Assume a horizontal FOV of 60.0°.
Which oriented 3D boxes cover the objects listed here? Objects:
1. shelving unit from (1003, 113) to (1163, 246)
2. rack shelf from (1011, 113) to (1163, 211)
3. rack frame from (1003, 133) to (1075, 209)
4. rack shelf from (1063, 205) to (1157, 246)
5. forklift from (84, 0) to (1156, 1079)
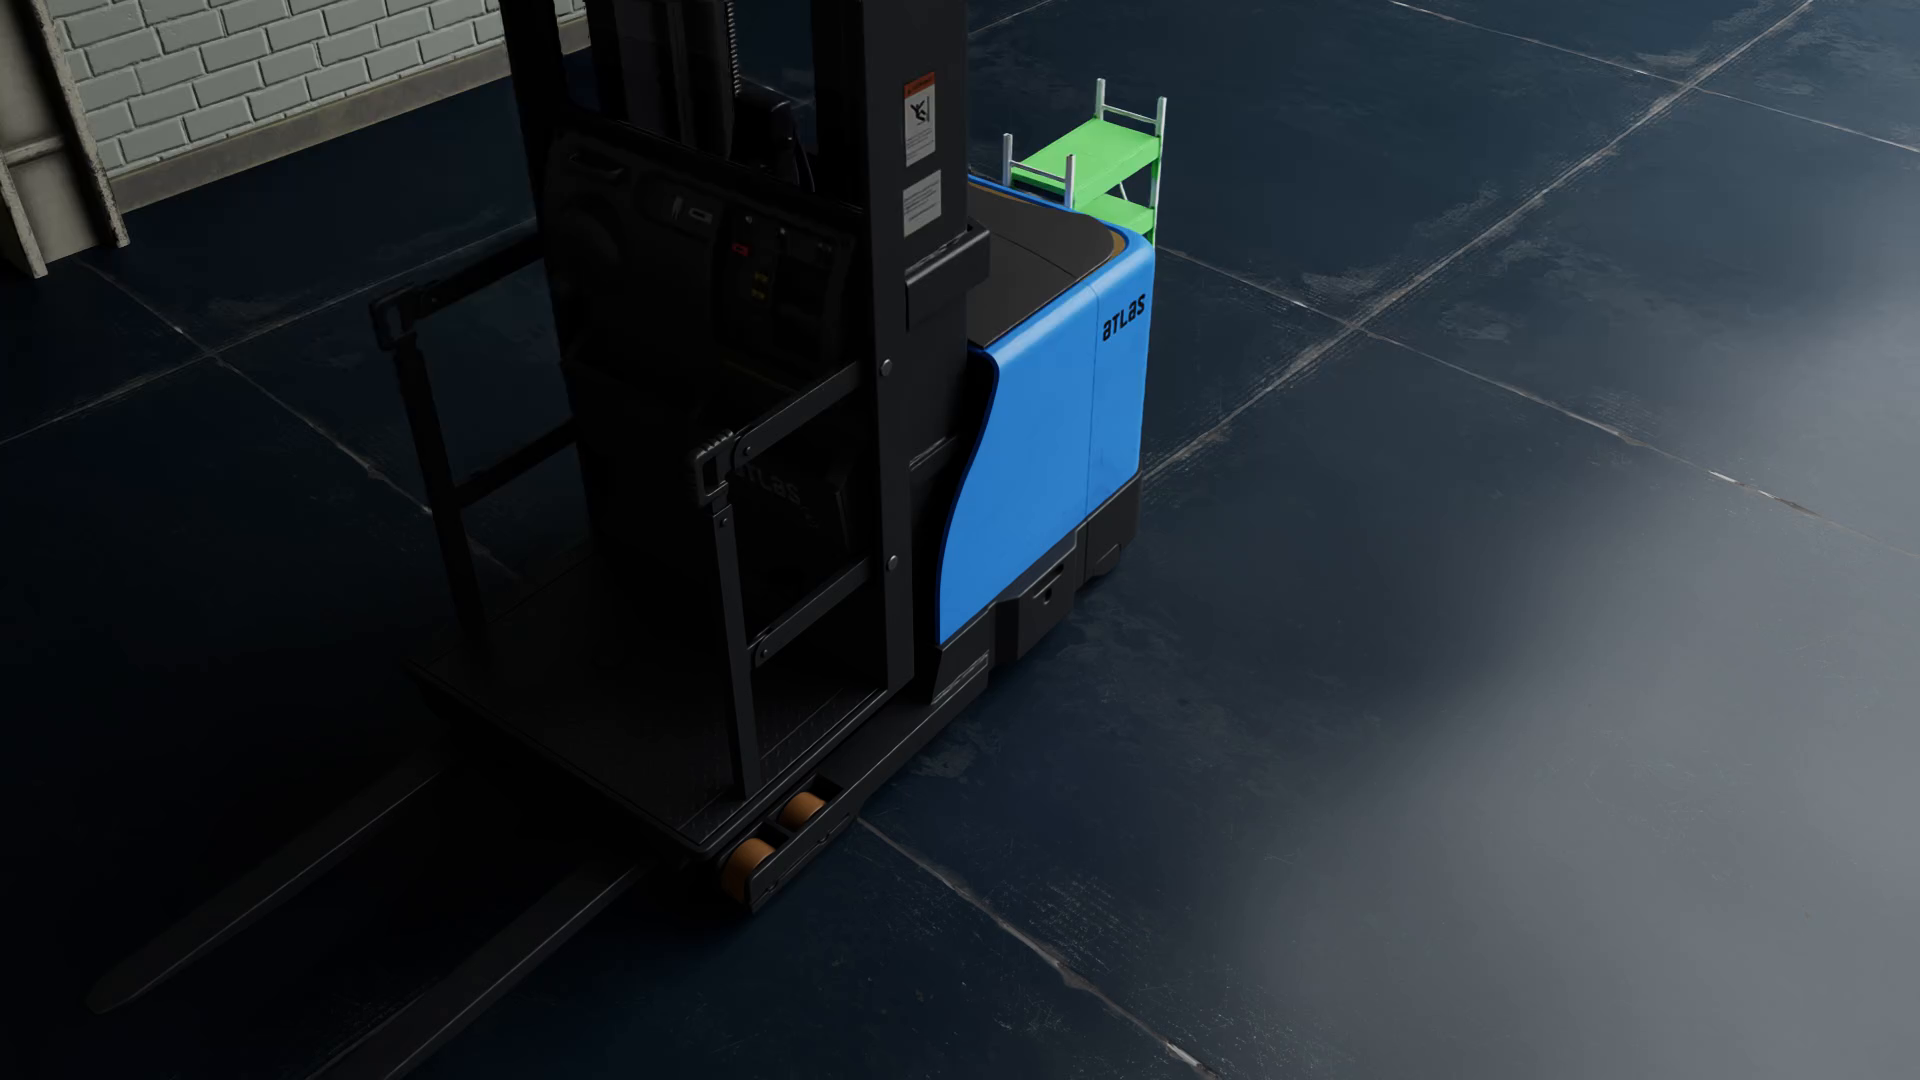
[{"bbox_3d":[0.369,-0.774,5.260,0.258,1.200,0.492,25,45,28],"label":"shelving unit"},{"bbox_3d":[0.372,-1.103,5.004,0.258,0.148,0.480,25,45,28],"label":"rack shelf"},{"bbox_3d":[0.225,-0.656,5.111,0.240,1.200,0.015,25,45,28],"label":"rack frame"},{"bbox_3d":[0.372,-0.915,5.154,0.258,0.148,0.480,25,45,28],"label":"rack shelf"},{"bbox_3d":[-0.734,-0.591,3.639,1.130,2.935,3.031,25,45,28],"label":"forklift"}]
